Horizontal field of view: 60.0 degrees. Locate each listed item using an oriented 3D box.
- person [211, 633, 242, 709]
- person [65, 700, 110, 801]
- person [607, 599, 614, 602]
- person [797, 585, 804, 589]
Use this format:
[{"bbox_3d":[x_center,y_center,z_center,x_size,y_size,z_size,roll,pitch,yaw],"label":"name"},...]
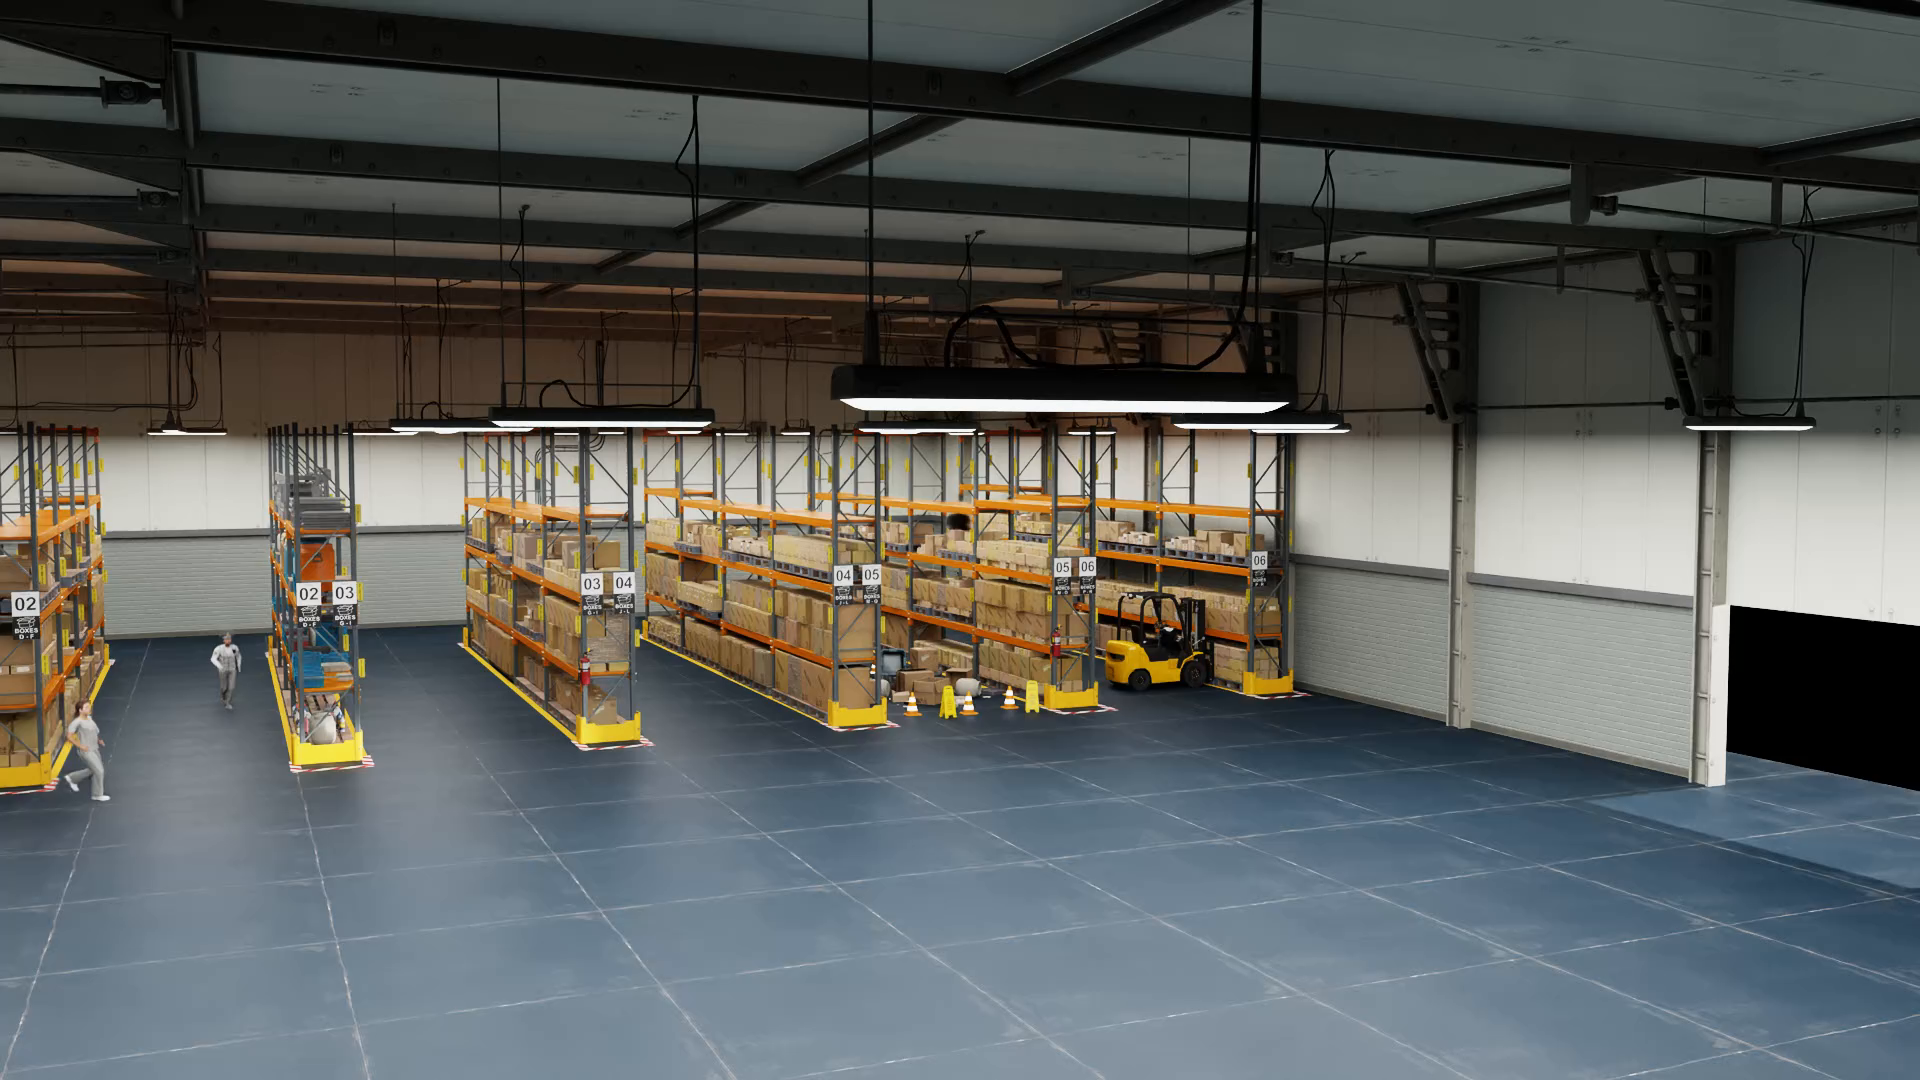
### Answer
[{"bbox_3d":[-15.562,2.764,35.298,0.613,1.634,0.617,-2,4,-31],"label":"person"},{"bbox_3d":[-13.812,3.319,26.172,0.722,1.620,0.552,0,3,2],"label":"person"},{"bbox_3d":[-10.196,1.915,48.614,0.599,1.667,0.687,0,4,-6],"label":"person"},{"bbox_3d":[-4.190,2.054,45.749,0.845,1.735,0.663,2,4,34],"label":"person"}]
